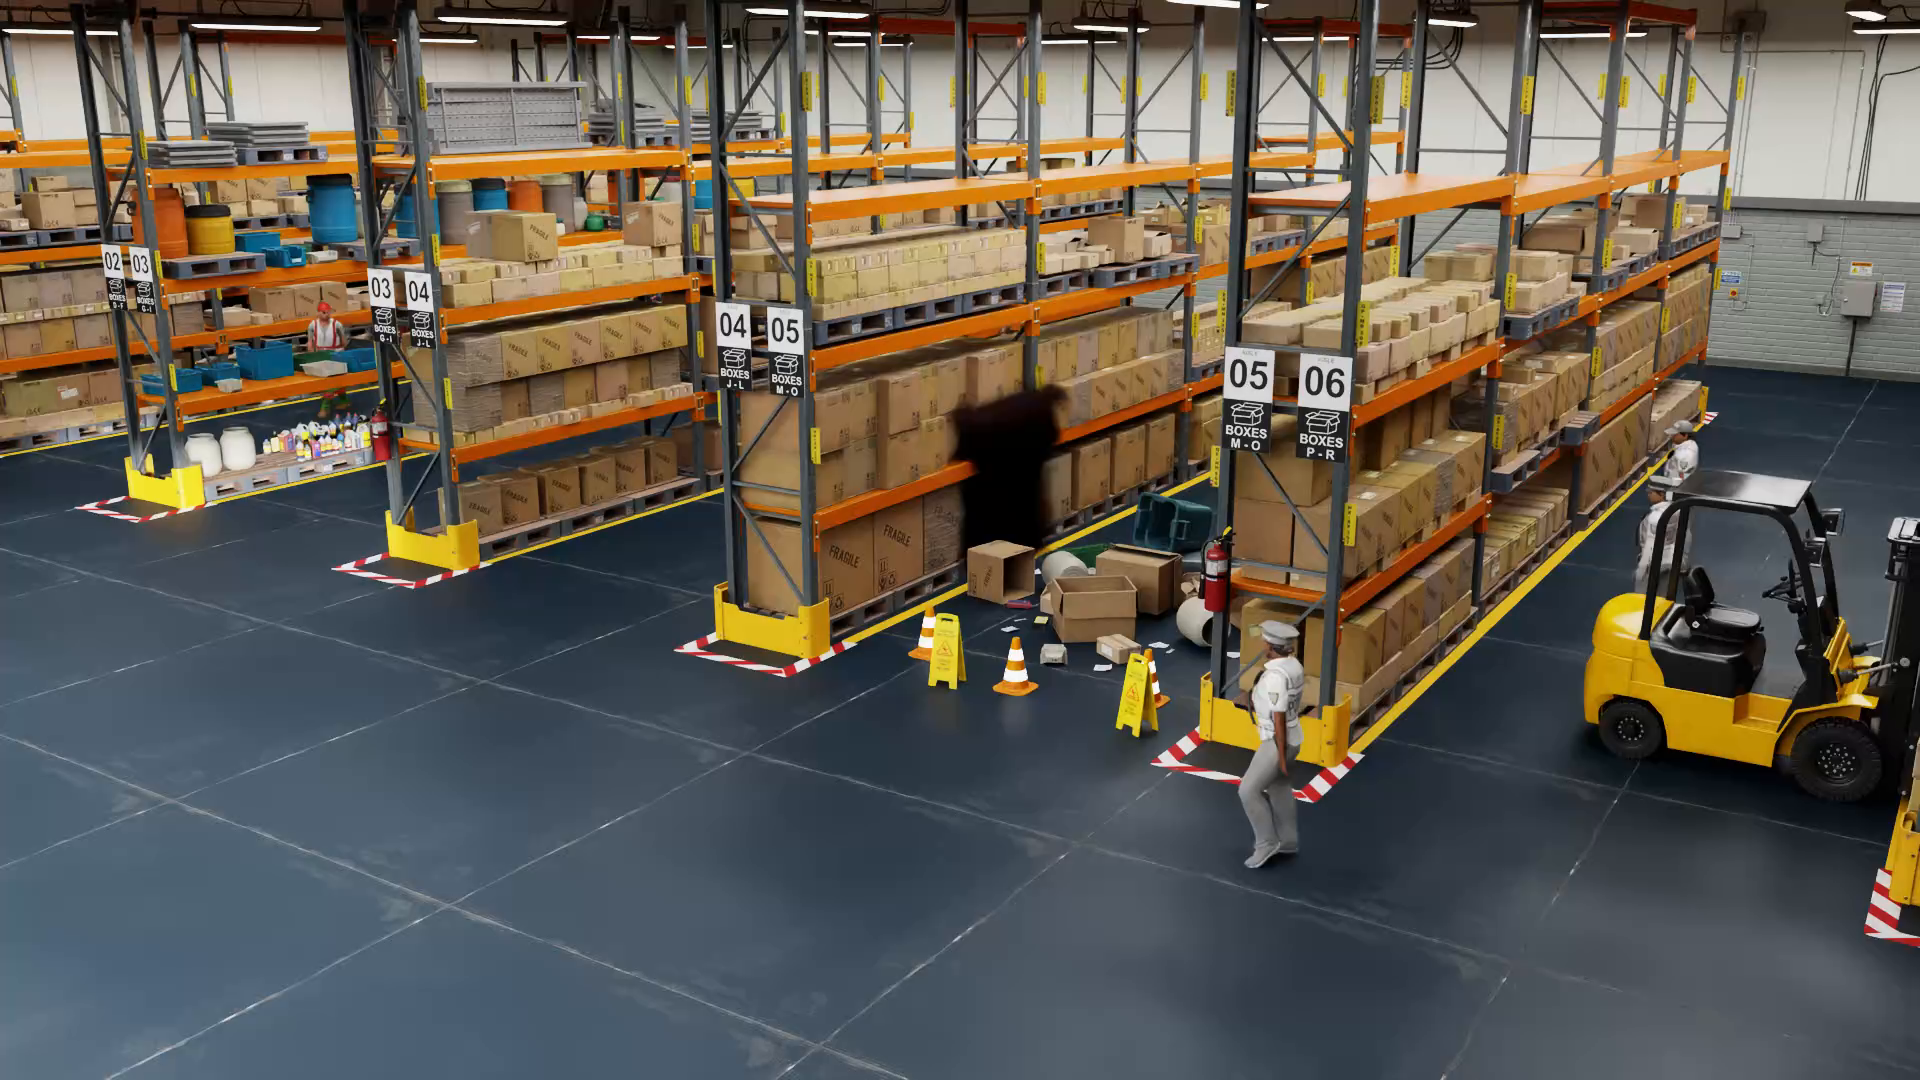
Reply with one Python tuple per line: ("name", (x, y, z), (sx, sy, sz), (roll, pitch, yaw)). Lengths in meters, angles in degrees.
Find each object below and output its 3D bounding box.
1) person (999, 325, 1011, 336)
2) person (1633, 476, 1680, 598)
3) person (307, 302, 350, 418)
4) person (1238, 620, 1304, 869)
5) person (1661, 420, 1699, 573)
("person", (0.743, -2.530, 25.535), (0.568, 1.543, 0.648), (10, 18, 32))
("person", (6.391, 0.251, 15.288), (0.545, 1.704, 0.394), (-7, 17, -25))
("person", (-9.981, -2.858, 26.096), (0.478, 1.741, 0.942), (7, 17, 22))
("person", (2.095, 1.390, 11.164), (0.459, 1.713, 0.506), (1, 16, 2))
("person", (7.696, -0.458, 17.806), (0.549, 1.672, 0.443), (-13, 20, -38))
